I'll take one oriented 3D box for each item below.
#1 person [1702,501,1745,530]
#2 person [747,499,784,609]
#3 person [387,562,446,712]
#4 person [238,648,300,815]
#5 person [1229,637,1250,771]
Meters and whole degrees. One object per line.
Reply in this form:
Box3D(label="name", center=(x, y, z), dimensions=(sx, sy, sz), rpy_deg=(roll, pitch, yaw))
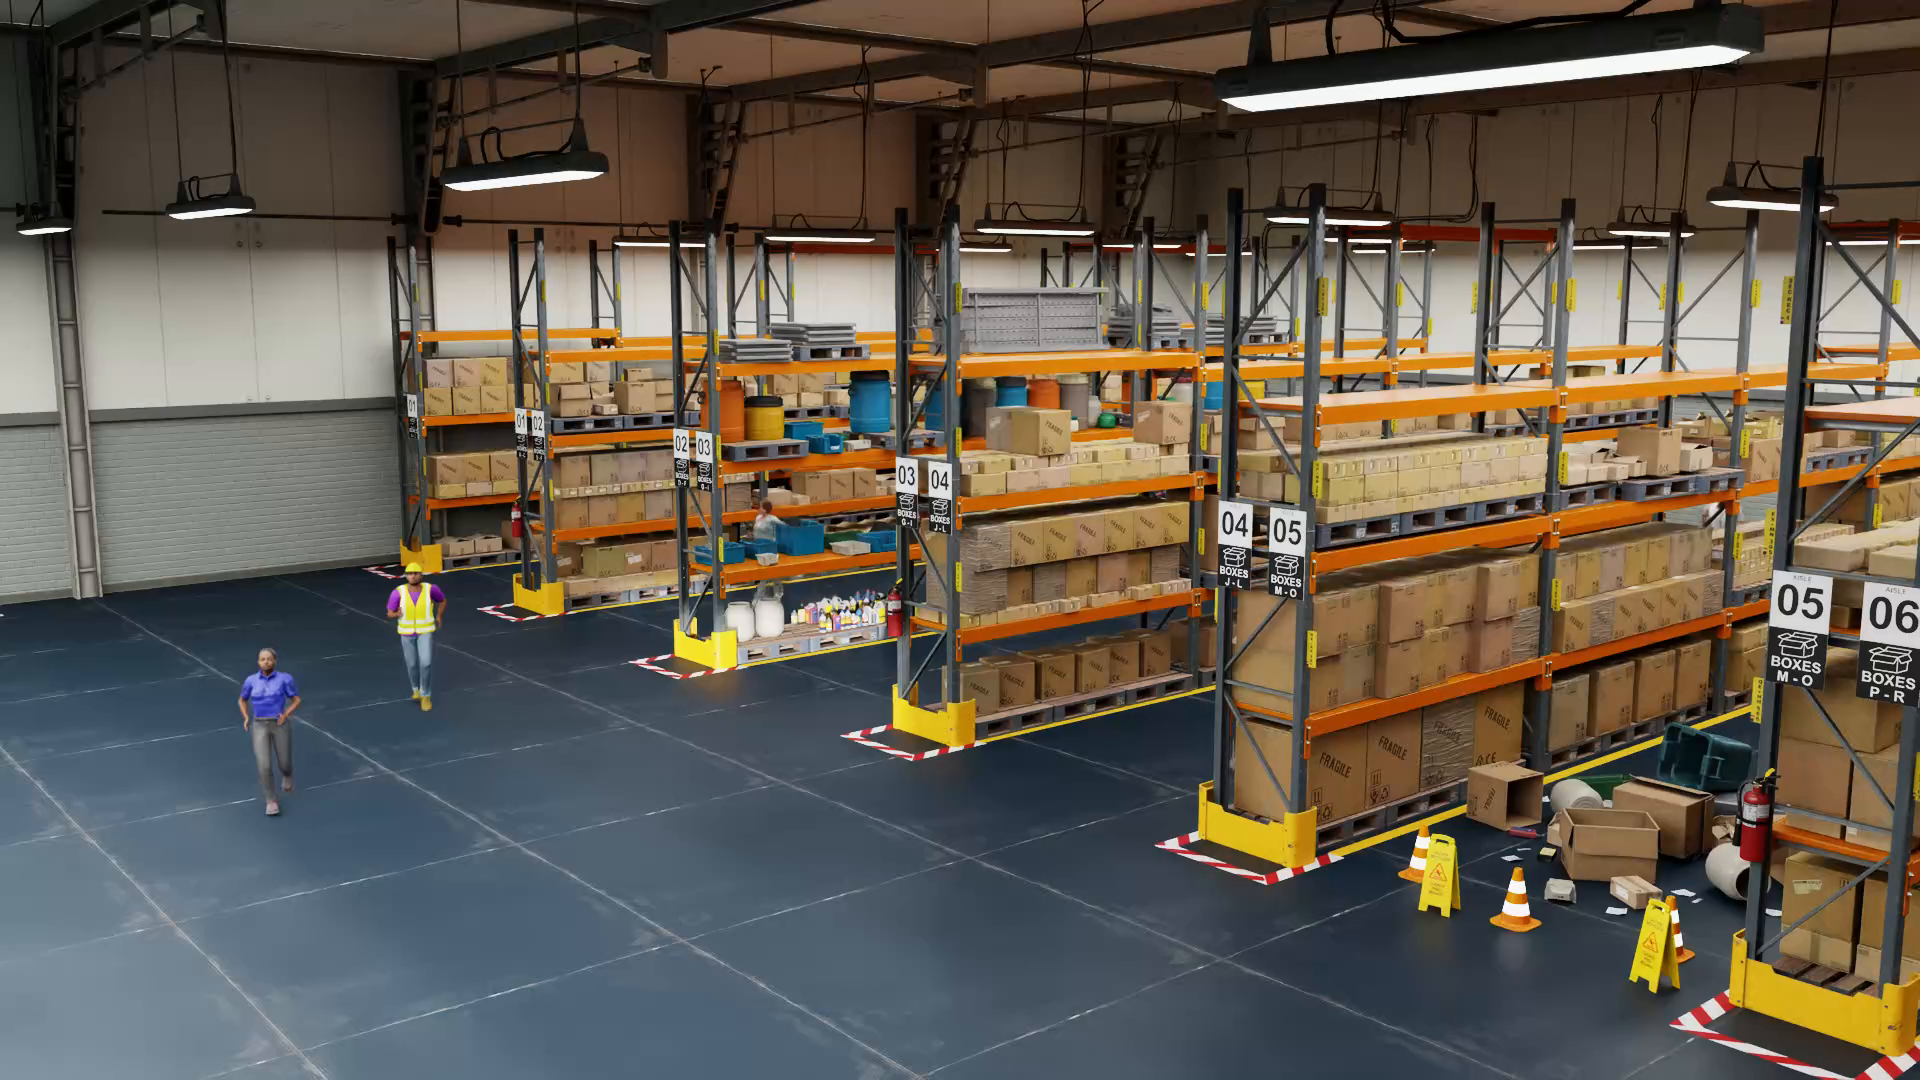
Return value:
Box3D(label="person", center=(12.700, 0.017, 27.747), dimensions=(0.689, 1.777, 0.996), rpy_deg=(5, 10, 31))
Box3D(label="person", center=(-2.951, 0.193, 25.203), dimensions=(0.744, 1.617, 0.532), rpy_deg=(-8, 12, -44))
Box3D(label="person", center=(-6.652, 1.179, 20.373), dimensions=(0.674, 1.824, 0.717), rpy_deg=(-2, 9, -12))
Box3D(label="person", center=(-6.827, 1.857, 16.462), dimensions=(0.581, 1.608, 0.701), rpy_deg=(-3, 9, -17))
Box3D(label="person", center=(3.100, 1.589, 17.912), dimensions=(0.618, 1.669, 0.890), rpy_deg=(7, 11, 37))
